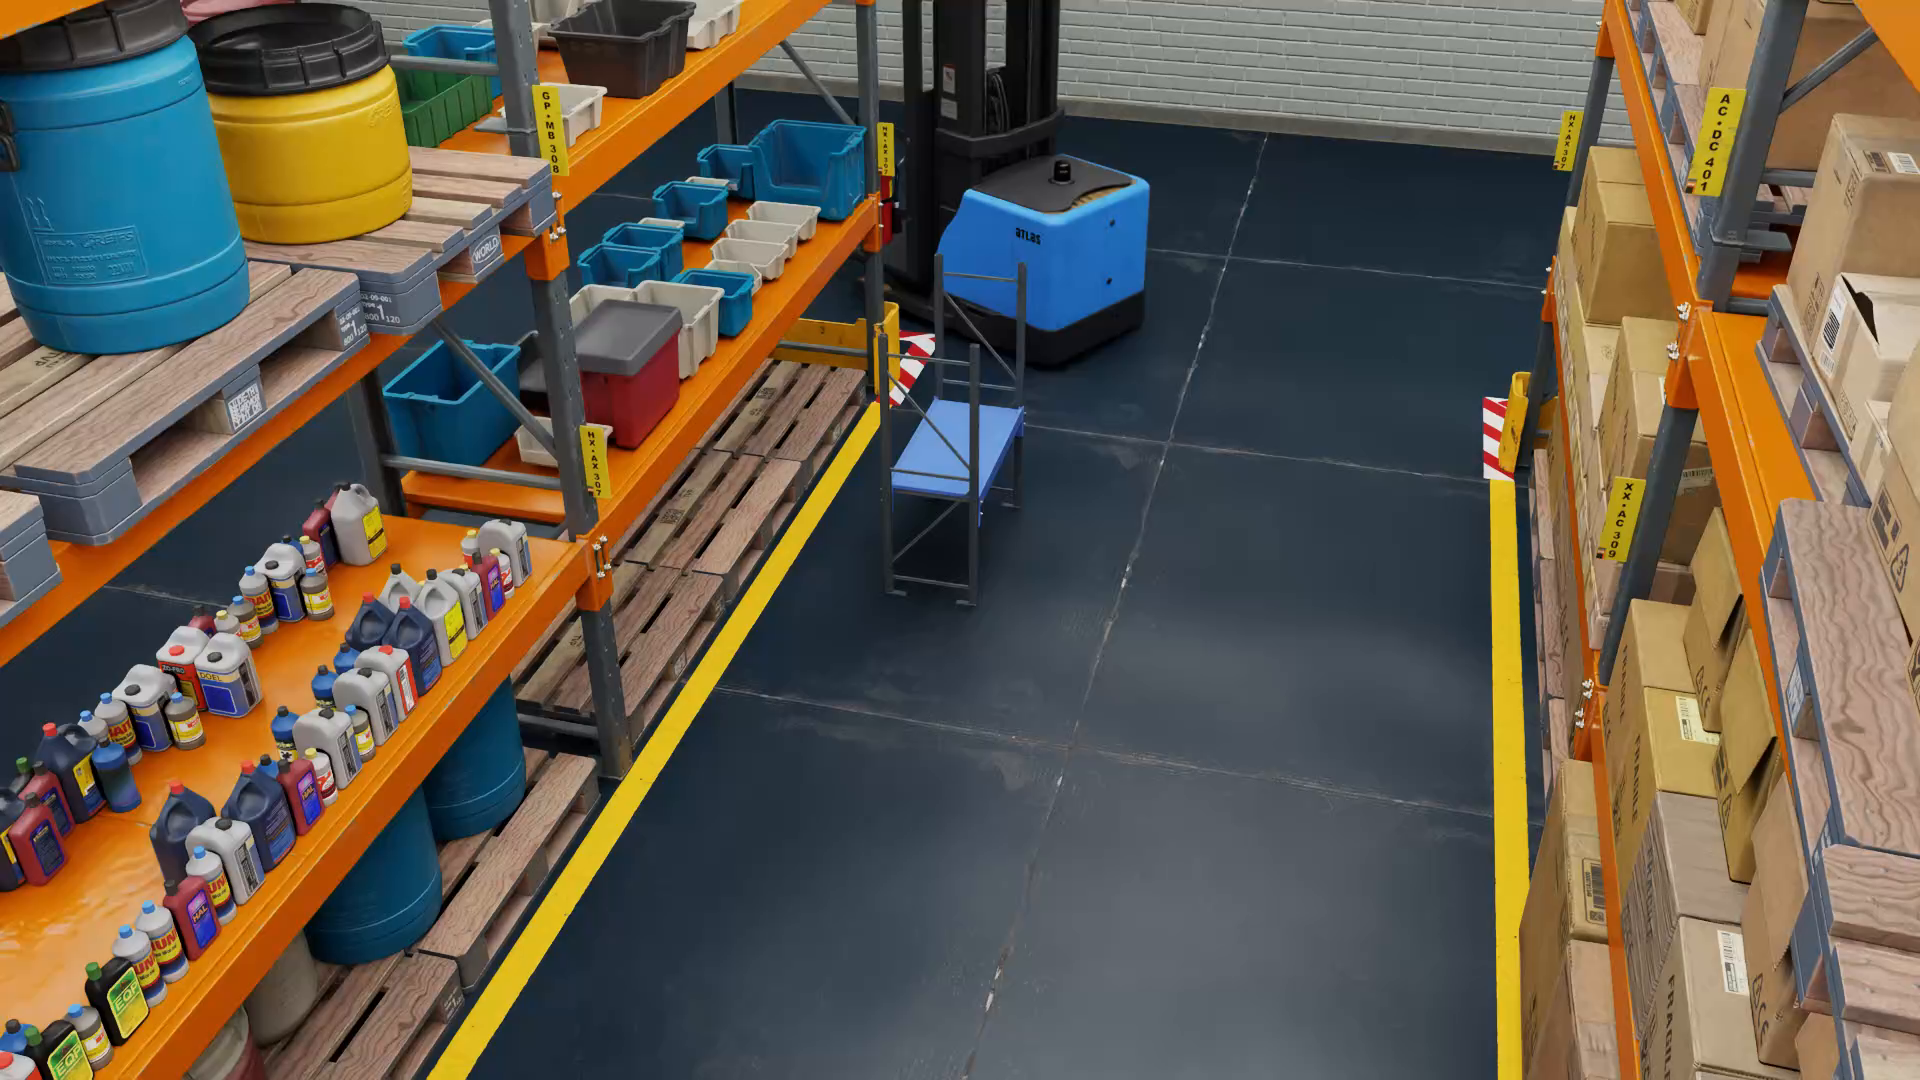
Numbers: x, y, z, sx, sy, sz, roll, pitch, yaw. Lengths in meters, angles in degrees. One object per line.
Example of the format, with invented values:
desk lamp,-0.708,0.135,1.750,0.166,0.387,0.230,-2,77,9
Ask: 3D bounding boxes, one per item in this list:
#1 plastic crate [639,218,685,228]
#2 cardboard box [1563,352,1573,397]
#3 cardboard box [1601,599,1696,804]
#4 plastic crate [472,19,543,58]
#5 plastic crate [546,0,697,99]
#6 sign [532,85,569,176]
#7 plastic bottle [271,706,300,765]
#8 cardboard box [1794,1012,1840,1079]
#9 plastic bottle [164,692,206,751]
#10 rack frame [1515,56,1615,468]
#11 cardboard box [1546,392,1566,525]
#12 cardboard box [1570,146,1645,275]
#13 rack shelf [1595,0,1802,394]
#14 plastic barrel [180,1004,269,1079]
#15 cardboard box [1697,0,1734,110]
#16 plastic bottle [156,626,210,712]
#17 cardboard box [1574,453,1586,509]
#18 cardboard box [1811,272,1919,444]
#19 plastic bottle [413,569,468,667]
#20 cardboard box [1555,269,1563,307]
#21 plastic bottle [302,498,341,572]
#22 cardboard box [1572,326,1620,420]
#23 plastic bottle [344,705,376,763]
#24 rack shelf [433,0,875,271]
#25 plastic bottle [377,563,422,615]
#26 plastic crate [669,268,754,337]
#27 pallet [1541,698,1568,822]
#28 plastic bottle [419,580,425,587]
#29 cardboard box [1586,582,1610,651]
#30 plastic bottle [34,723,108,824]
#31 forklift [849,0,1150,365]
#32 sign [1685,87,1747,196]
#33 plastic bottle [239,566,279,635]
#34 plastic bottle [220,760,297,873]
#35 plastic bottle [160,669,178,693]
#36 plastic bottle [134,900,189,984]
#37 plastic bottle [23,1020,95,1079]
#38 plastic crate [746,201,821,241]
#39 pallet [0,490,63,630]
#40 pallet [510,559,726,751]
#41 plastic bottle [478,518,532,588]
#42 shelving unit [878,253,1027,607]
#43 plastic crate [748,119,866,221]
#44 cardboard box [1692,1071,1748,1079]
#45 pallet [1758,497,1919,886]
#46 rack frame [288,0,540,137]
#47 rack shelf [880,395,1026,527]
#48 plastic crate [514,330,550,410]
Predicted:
plastic crate,-1.696,-1.669,9.269,0.250,0.136,0.298,8,33,12
cardboard box,3.076,-0.758,7.881,0.380,0.149,0.250,8,33,12
cardboard box,2.436,0.567,5.469,0.500,0.500,0.500,8,33,13
plastic crate,-2.042,-2.136,7.264,0.293,0.136,0.466,8,33,12
plastic crate,-1.416,-2.088,7.064,0.497,0.269,0.590,8,33,12
sign,-1.465,-1.463,5.952,0.100,0.325,0.005,8,33,12
plastic bottle,-2.223,0.667,5.524,0.097,0.271,0.097,0,32,0
cardboard box,2.149,1.300,3.381,0.797,0.503,0.637,9,33,13
plastic bottle,-2.651,0.611,5.679,0.097,0.201,0.097,0,32,0
rack frame,3.810,-1.671,9.083,1.000,3.000,0.127,8,33,12
cardboard box,3.725,-0.609,9.000,0.875,0.875,0.875,8,33,12
cardboard box,3.300,-1.578,8.100,0.500,0.500,0.500,7,33,11
rack shelf,3.302,-1.595,6.838,1.077,0.370,4.000,8,33,12
plastic barrel,-2.617,1.804,5.472,0.600,0.588,0.708,8,33,12
cardboard box,3.076,-1.816,5.936,0.700,0.500,0.500,10,34,15
plastic bottle,-2.717,0.452,5.859,0.152,0.276,0.135,8,33,12
cardboard box,2.816,-0.226,7.044,0.380,0.149,0.250,9,33,13
cardboard box,2.429,-0.444,4.048,0.500,0.311,0.500,7,33,11
plastic bottle,-1.913,0.273,6.071,0.144,0.351,0.185,8,33,12
cardboard box,3.337,-1.292,8.721,0.380,0.149,0.250,8,33,12
plastic bottle,-2.536,-0.019,6.593,0.061,0.283,0.133,8,33,12
cardboard box,3.043,-0.719,7.447,0.500,0.250,0.500,7,33,11
plastic bottle,-2.042,0.648,5.620,0.097,0.201,0.097,0,32,0
rack shelf,-1.489,-2.270,7.899,1.077,0.370,4.000,8,33,12
plastic bottle,-2.053,0.253,6.102,0.144,0.351,0.185,8,33,12
plastic crate,-1.254,-1.199,8.441,0.416,0.233,0.300,8,33,12
pallet,3.063,1.198,7.170,1.003,0.211,1.213,8,33,12
plastic bottle,-2.002,0.245,6.254,0.097,0.201,0.097,0,32,0
cardboard box,2.555,0.308,6.204,0.380,0.149,0.250,8,33,13
plastic bottle,-2.870,0.724,5.362,0.144,0.351,0.185,8,33,12
forklift,-0.137,-3.070,11.348,3.031,2.935,1.130,27,41,36
sign,2.257,-1.188,4.970,0.100,0.325,0.005,8,33,12
plastic bottle,-2.631,0.219,6.229,0.097,0.271,0.097,0,32,0
plastic bottle,-2.193,0.844,5.172,0.144,0.351,0.185,8,33,12
plastic bottle,-2.773,0.539,5.791,0.097,0.201,0.097,0,32,0
plastic bottle,-2.299,1.144,4.775,0.097,0.271,0.097,0,32,0
plastic bottle,-2.393,1.371,4.406,0.061,0.283,0.133,8,33,12
plastic crate,-1.013,-1.812,9.494,0.396,0.136,0.243,8,33,12
pallet,-2.723,0.236,3.462,1.003,0.211,1.213,8,33,12
pallet,-1.847,0.520,8.235,1.003,0.211,1.213,8,33,12
plastic bottle,-1.784,0.031,6.521,0.152,0.276,0.135,8,33,12
shelving unit,-0.022,-0.589,8.778,0.538,1.500,1.048,8,33,12
plastic crate,-0.886,-2.186,9.804,0.616,0.435,0.499,8,33,12
cardboard box,1.926,1.621,3.812,0.500,0.500,0.500,7,33,11
pallet,2.172,0.372,3.249,1.003,0.211,1.213,10,34,15
rack frame,-1.996,-2.801,5.269,1.000,3.000,0.127,8,33,12
rack shelf,-0.022,-0.437,8.875,0.538,0.185,1.000,8,33,12
plastic crate,-1.972,-0.796,7.907,0.437,0.125,0.590,8,33,12
